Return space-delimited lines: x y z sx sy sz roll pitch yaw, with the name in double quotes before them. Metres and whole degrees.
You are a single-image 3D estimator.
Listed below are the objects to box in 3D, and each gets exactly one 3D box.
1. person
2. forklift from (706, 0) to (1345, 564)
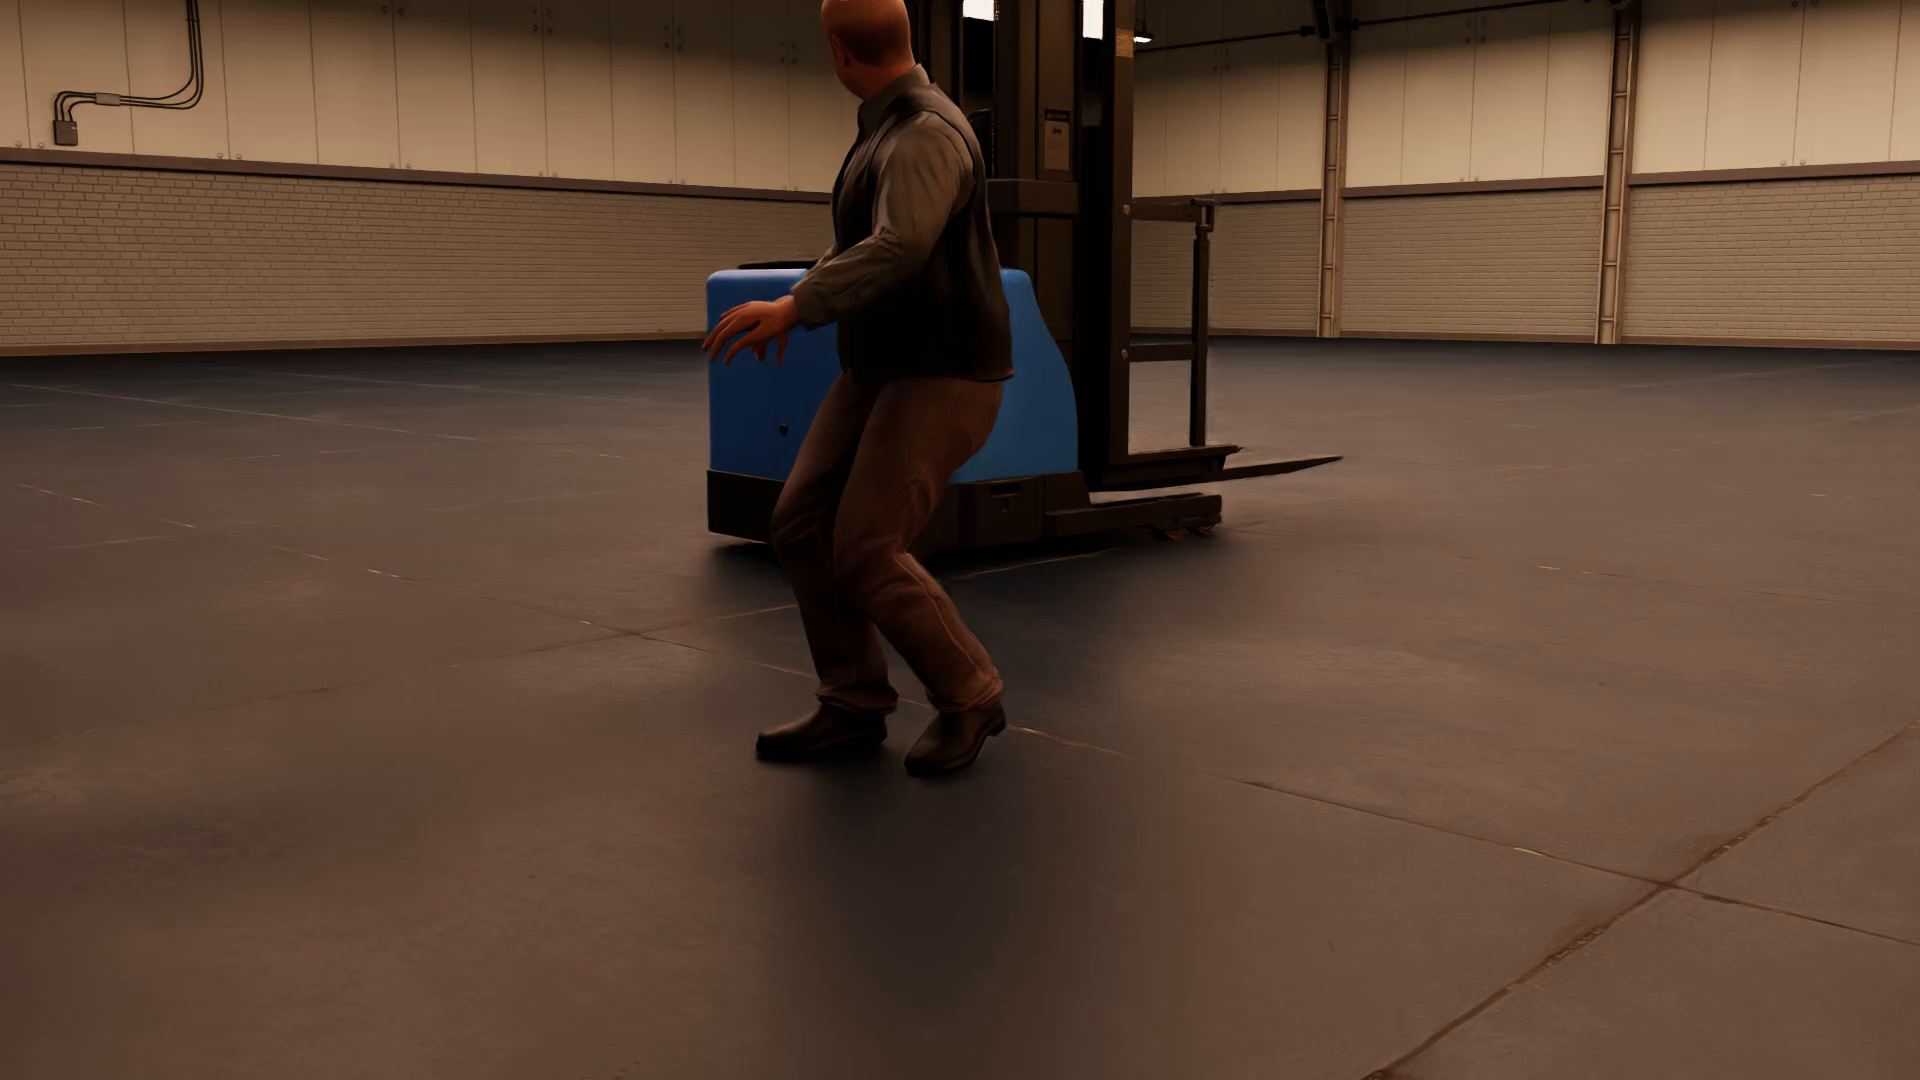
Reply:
"person" -0.236 -0.339 3.505 0.716 1.640 0.777 -4 9 -22
"forklift" 0.455 -1.510 6.902 3.031 2.935 1.130 -7 11 -41
